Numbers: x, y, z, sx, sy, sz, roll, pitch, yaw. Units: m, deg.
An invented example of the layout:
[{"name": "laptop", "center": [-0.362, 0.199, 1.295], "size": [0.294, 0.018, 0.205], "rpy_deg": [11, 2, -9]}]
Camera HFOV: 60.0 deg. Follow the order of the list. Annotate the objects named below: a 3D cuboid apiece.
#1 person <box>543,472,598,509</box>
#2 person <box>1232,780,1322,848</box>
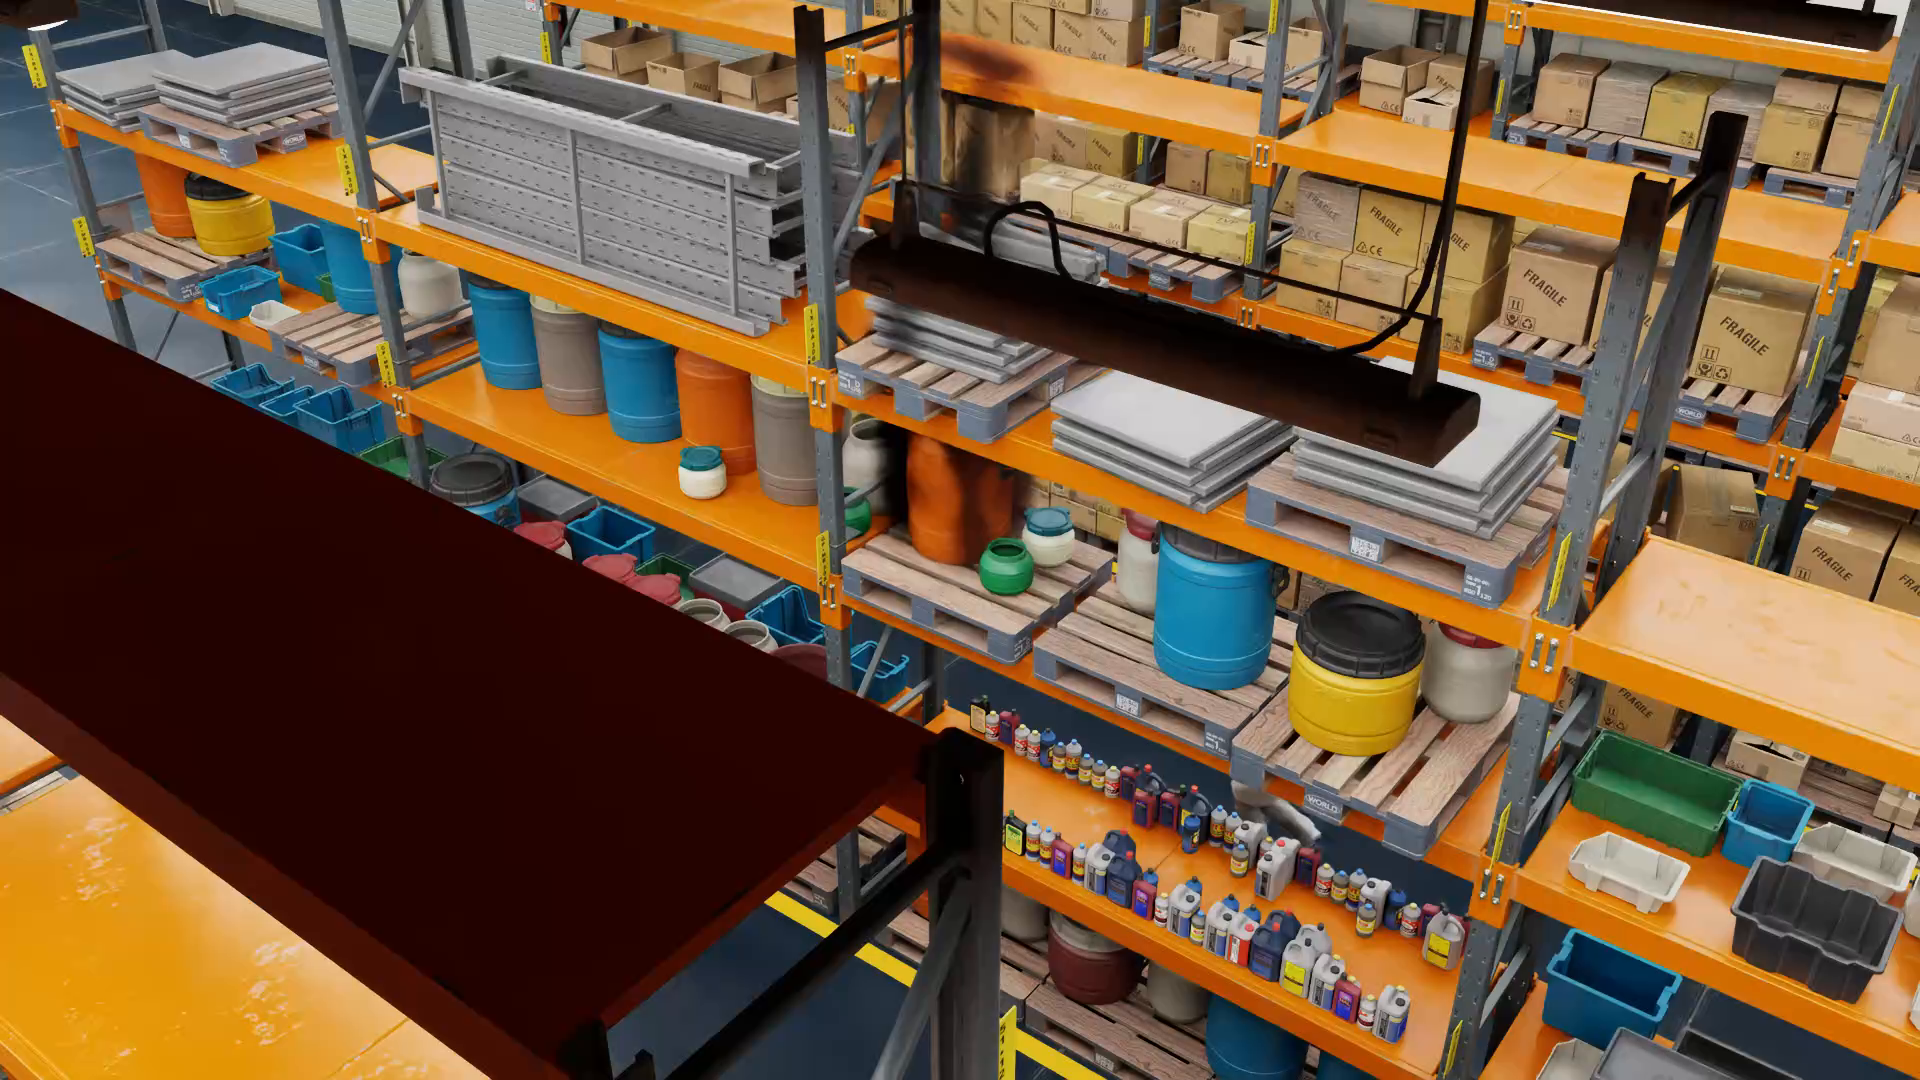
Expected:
[{"name": "person", "center": [-3.809, -0.911, 15.407], "size": [0.867, 1.393, 0.569], "rpy_deg": [8, 32, 13]}, {"name": "person", "center": [2.075, 1.513, 11.075], "size": [0.705, 1.750, 0.686], "rpy_deg": [-27, 41, -37]}]
